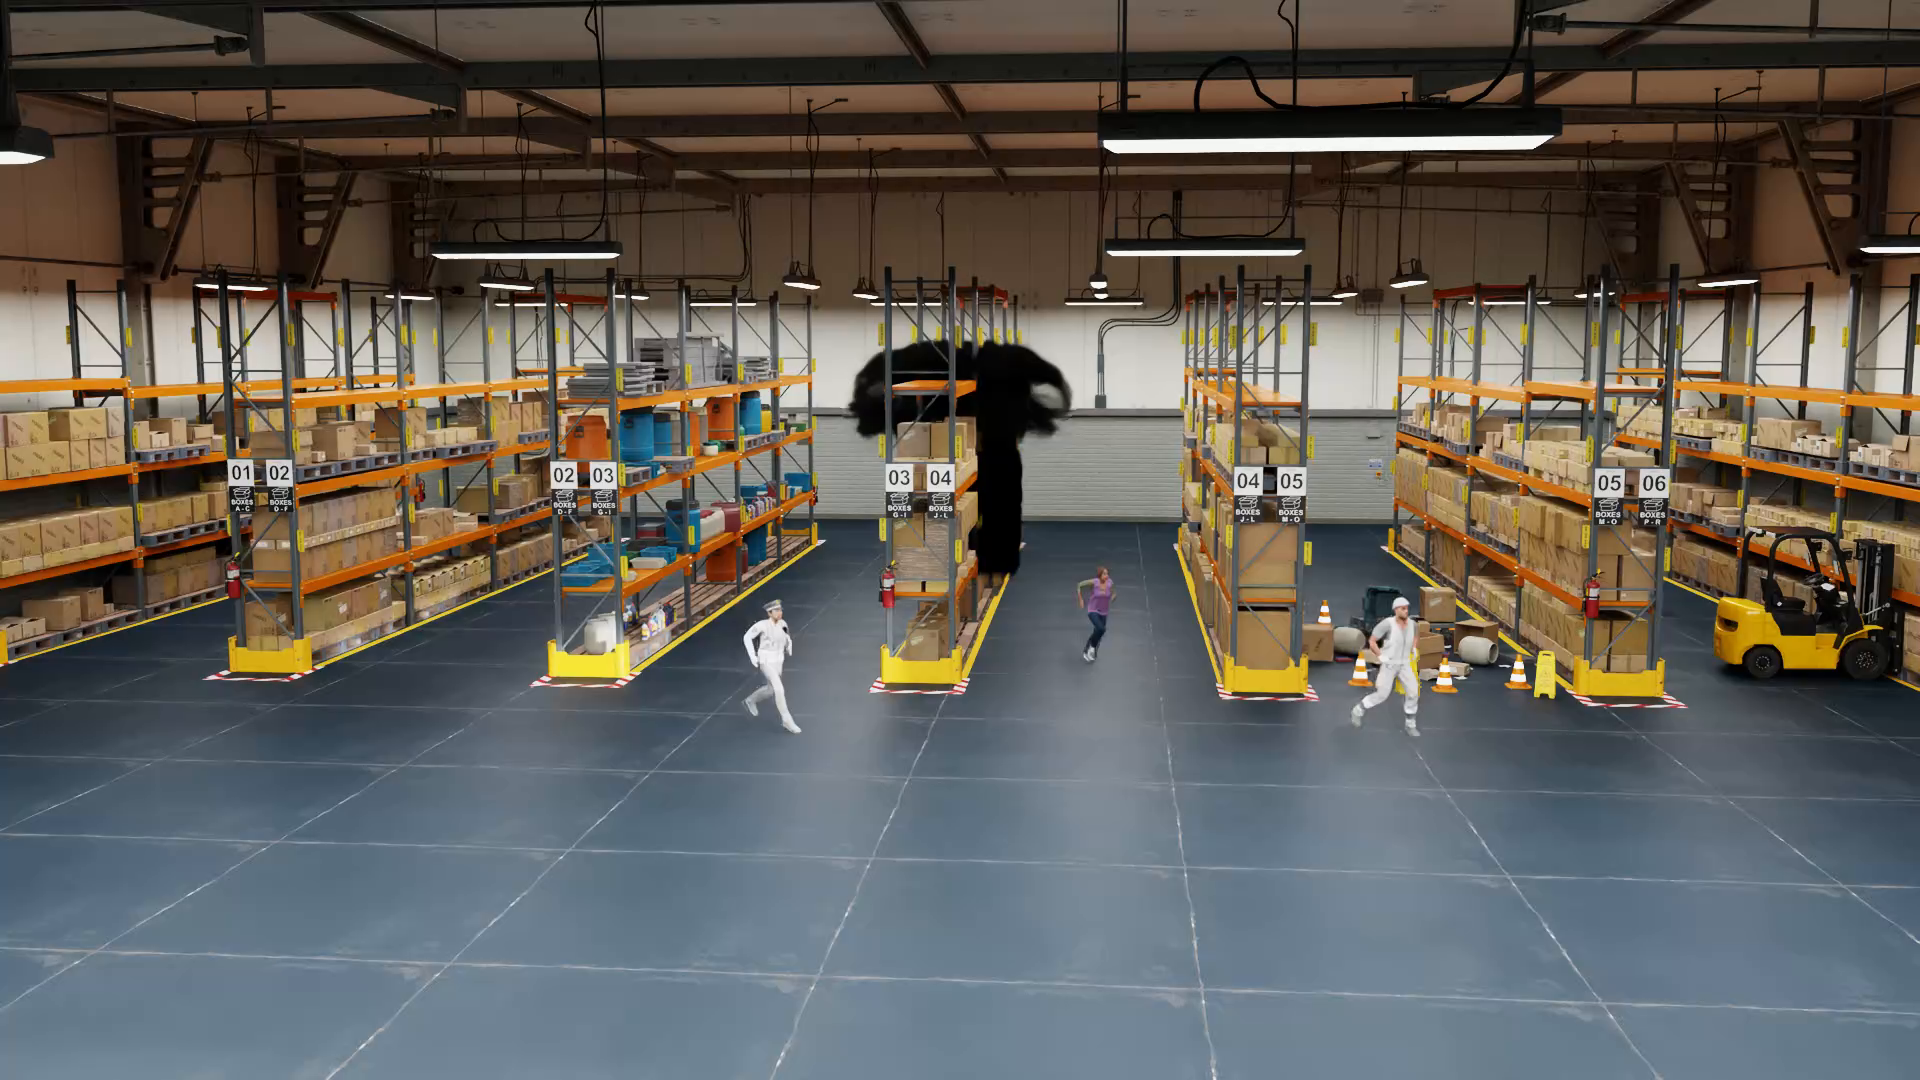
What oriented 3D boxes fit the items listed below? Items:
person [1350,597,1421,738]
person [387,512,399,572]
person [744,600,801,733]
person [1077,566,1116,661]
[{"bbox_3d":[5.474,1.601,21.071,0.885,1.776,0.732,-3,8,-24],"label":"person"},{"bbox_3d":[-11.965,-0.056,34.889,0.625,1.654,0.724,0,7,-2],"label":"person"},{"bbox_3d":[-2.426,1.587,21.346,0.943,1.691,0.636,6,9,41],"label":"person"},{"bbox_3d":[2.112,1.144,25.534,0.524,1.513,0.788,-3,8,-25],"label":"person"}]
